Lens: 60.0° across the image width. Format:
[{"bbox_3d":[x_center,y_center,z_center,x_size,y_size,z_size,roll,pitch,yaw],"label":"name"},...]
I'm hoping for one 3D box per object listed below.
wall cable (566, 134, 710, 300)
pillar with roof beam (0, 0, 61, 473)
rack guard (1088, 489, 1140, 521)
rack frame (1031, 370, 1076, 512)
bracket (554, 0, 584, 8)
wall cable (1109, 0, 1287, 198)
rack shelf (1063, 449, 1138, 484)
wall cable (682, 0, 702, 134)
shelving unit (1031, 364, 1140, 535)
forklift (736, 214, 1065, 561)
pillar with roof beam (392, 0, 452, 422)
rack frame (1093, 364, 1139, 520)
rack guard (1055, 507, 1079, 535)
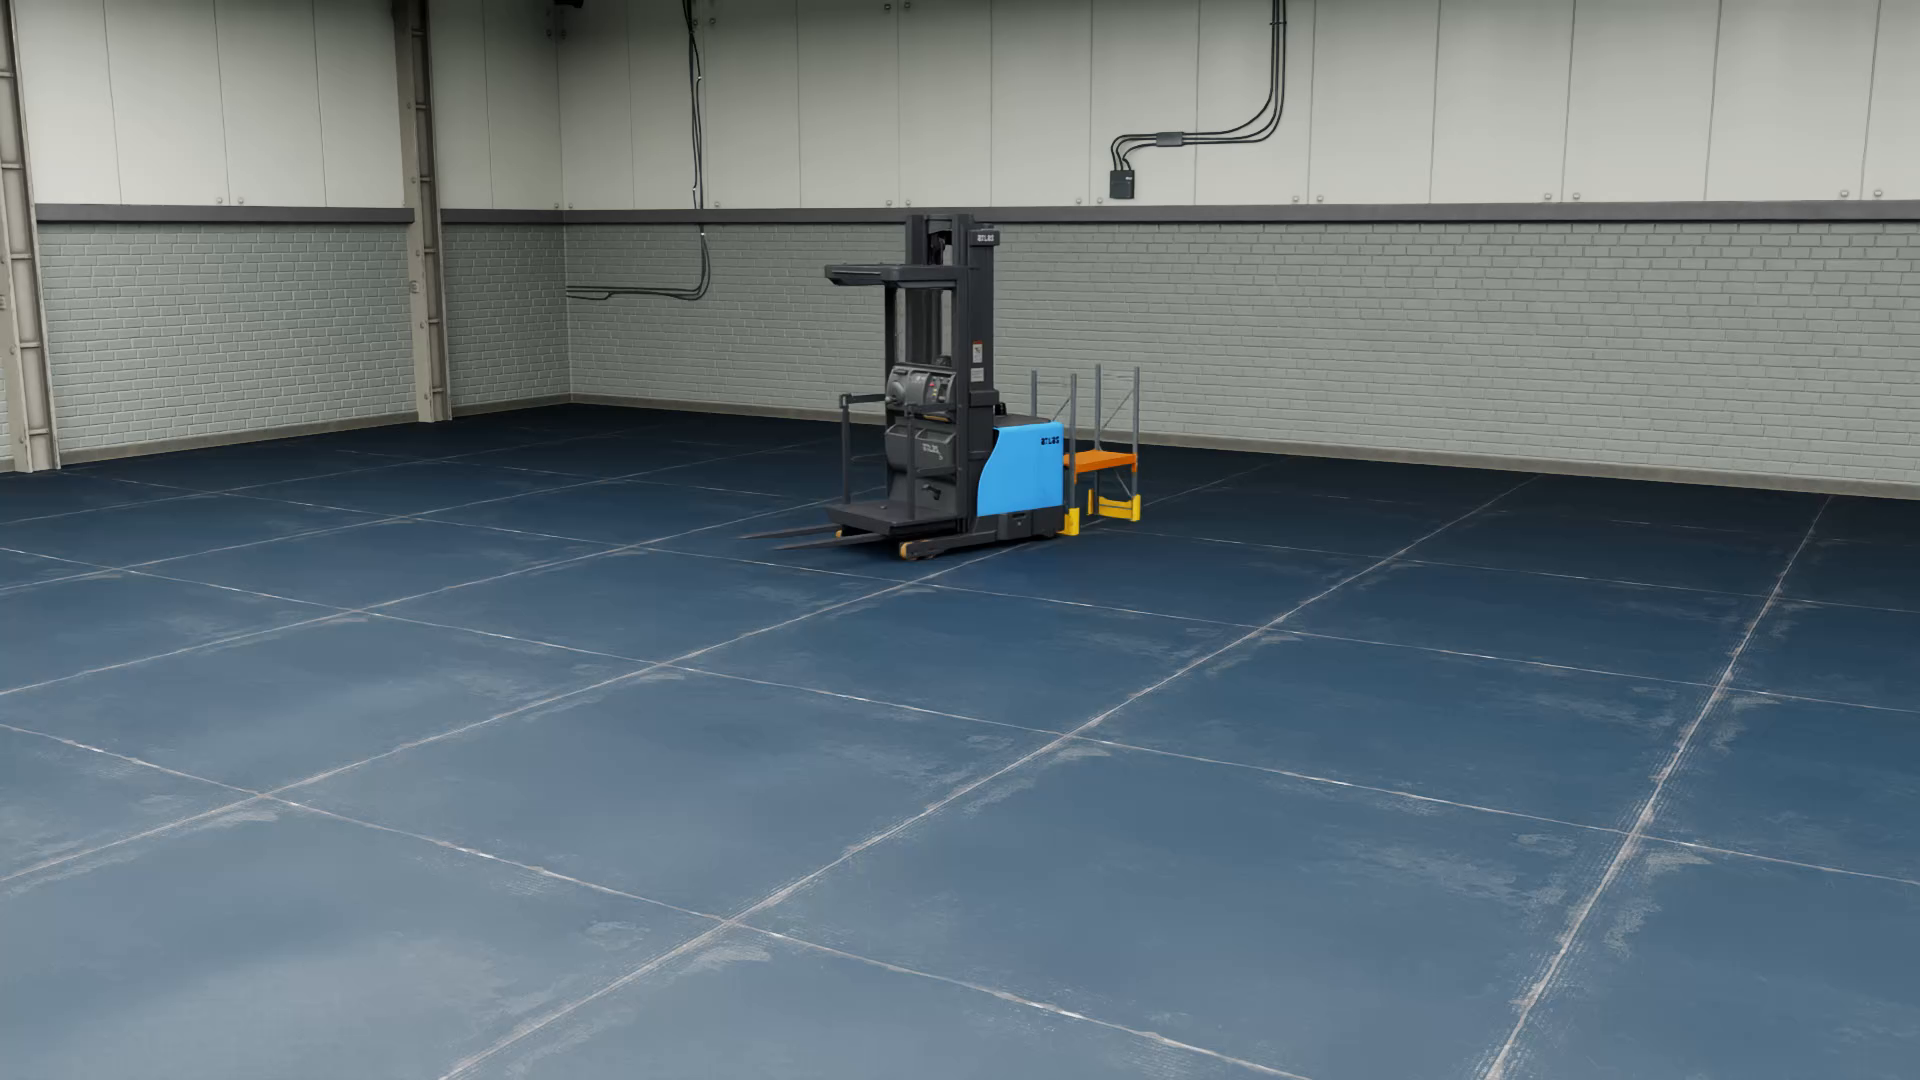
[{"bbox_3d":[-5.155,-5.012,26.004,3.097,2.526,0.112,6,12,31],"label":"wall cable"},{"bbox_3d":[-7.250,-4.846,16.681,9.100,9.000,0.400,6,12,31],"label":"pillar with roof beam"},{"bbox_3d":[1.519,-0.346,16.419,0.587,0.250,0.087,9,14,40],"label":"rack guard"},{"bbox_3d":[0.869,-0.821,15.561,0.500,1.500,0.032,9,14,40],"label":"rack frame"},{"bbox_3d":[-6.065,-8.374,25.745,0.235,0.232,0.430,6,12,31],"label":"bracket"},{"bbox_3d":[2.951,-7.300,20.547,2.305,6.003,0.169,6,12,31],"label":"wall cable"},{"bbox_3d":[1.200,-0.715,15.973,0.538,0.185,1.000,9,14,40],"label":"rack shelf"},{"bbox_3d":[-2.843,-7.236,24.159,3.097,2.526,0.112,6,12,31],"label":"wall cable"},{"bbox_3d":[1.194,-0.891,15.933,0.587,1.500,1.083,9,14,40],"label":"shelving unit"},{"bbox_3d":[-0.512,-1.368,14.591,3.031,2.935,1.130,-8,13,-37],"label":"forklift"},{"bbox_3d":[-4.135,-5.790,21.721,9.100,9.000,0.548,6,12,31],"label":"pillar with roof beam"},{"bbox_3d":[1.532,-0.963,16.319,0.500,1.500,0.032,9,14,40],"label":"rack frame"},{"bbox_3d":[0.870,-0.207,15.677,0.587,0.250,0.087,9,14,40],"label":"rack guard"}]
